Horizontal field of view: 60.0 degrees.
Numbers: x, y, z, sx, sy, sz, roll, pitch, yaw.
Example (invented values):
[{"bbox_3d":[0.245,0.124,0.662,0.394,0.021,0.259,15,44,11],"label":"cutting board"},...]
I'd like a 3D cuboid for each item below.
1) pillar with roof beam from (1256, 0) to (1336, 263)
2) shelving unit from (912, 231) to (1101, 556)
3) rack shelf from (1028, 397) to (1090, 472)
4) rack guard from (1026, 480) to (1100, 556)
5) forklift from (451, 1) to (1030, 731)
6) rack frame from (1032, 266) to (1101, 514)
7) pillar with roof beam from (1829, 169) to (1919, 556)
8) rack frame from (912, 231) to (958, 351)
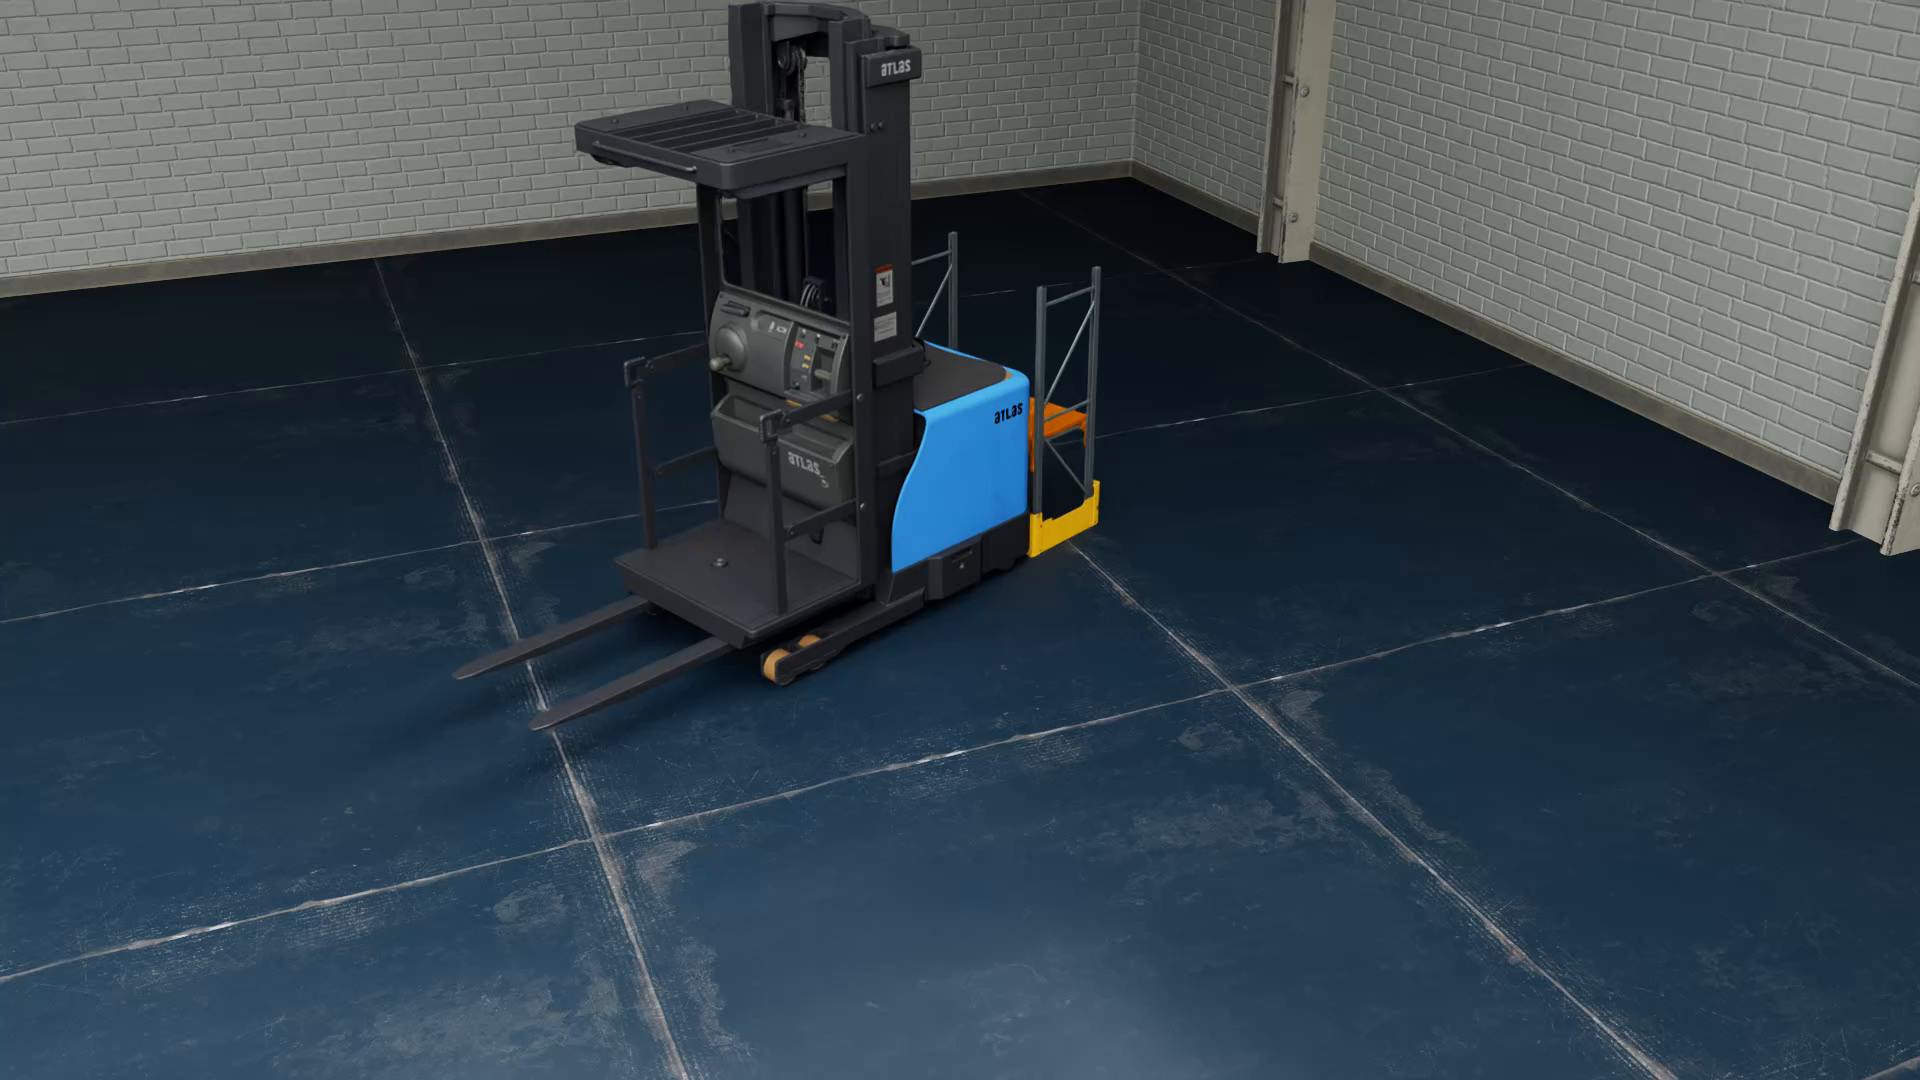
[{"bbox_3d":[-1.186,-5.746,10.761,9.100,9.000,0.400,-11,28,-21],"label":"pillar with roof beam"},{"bbox_3d":[0.196,-0.835,9.250,1.083,1.500,0.587,21,33,37],"label":"shelving unit"},{"bbox_3d":[0.189,-0.676,9.335,1.000,0.185,0.538,21,33,37],"label":"rack shelf"},{"bbox_3d":[0.568,-0.128,9.227,0.087,0.250,0.587,21,33,37],"label":"rack guard"},{"bbox_3d":[-1.008,-0.887,7.726,1.130,2.935,3.031,23,34,38],"label":"forklift"},{"bbox_3d":[0.569,-0.689,8.952,0.032,1.500,0.500,21,33,37],"label":"rack frame"},{"bbox_3d":[1.164,-3.323,5.800,9.100,9.000,0.400,-11,28,-21],"label":"pillar with roof beam"},{"bbox_3d":[-0.190,-0.986,9.559,0.032,1.500,0.500,21,33,37],"label":"rack frame"}]
